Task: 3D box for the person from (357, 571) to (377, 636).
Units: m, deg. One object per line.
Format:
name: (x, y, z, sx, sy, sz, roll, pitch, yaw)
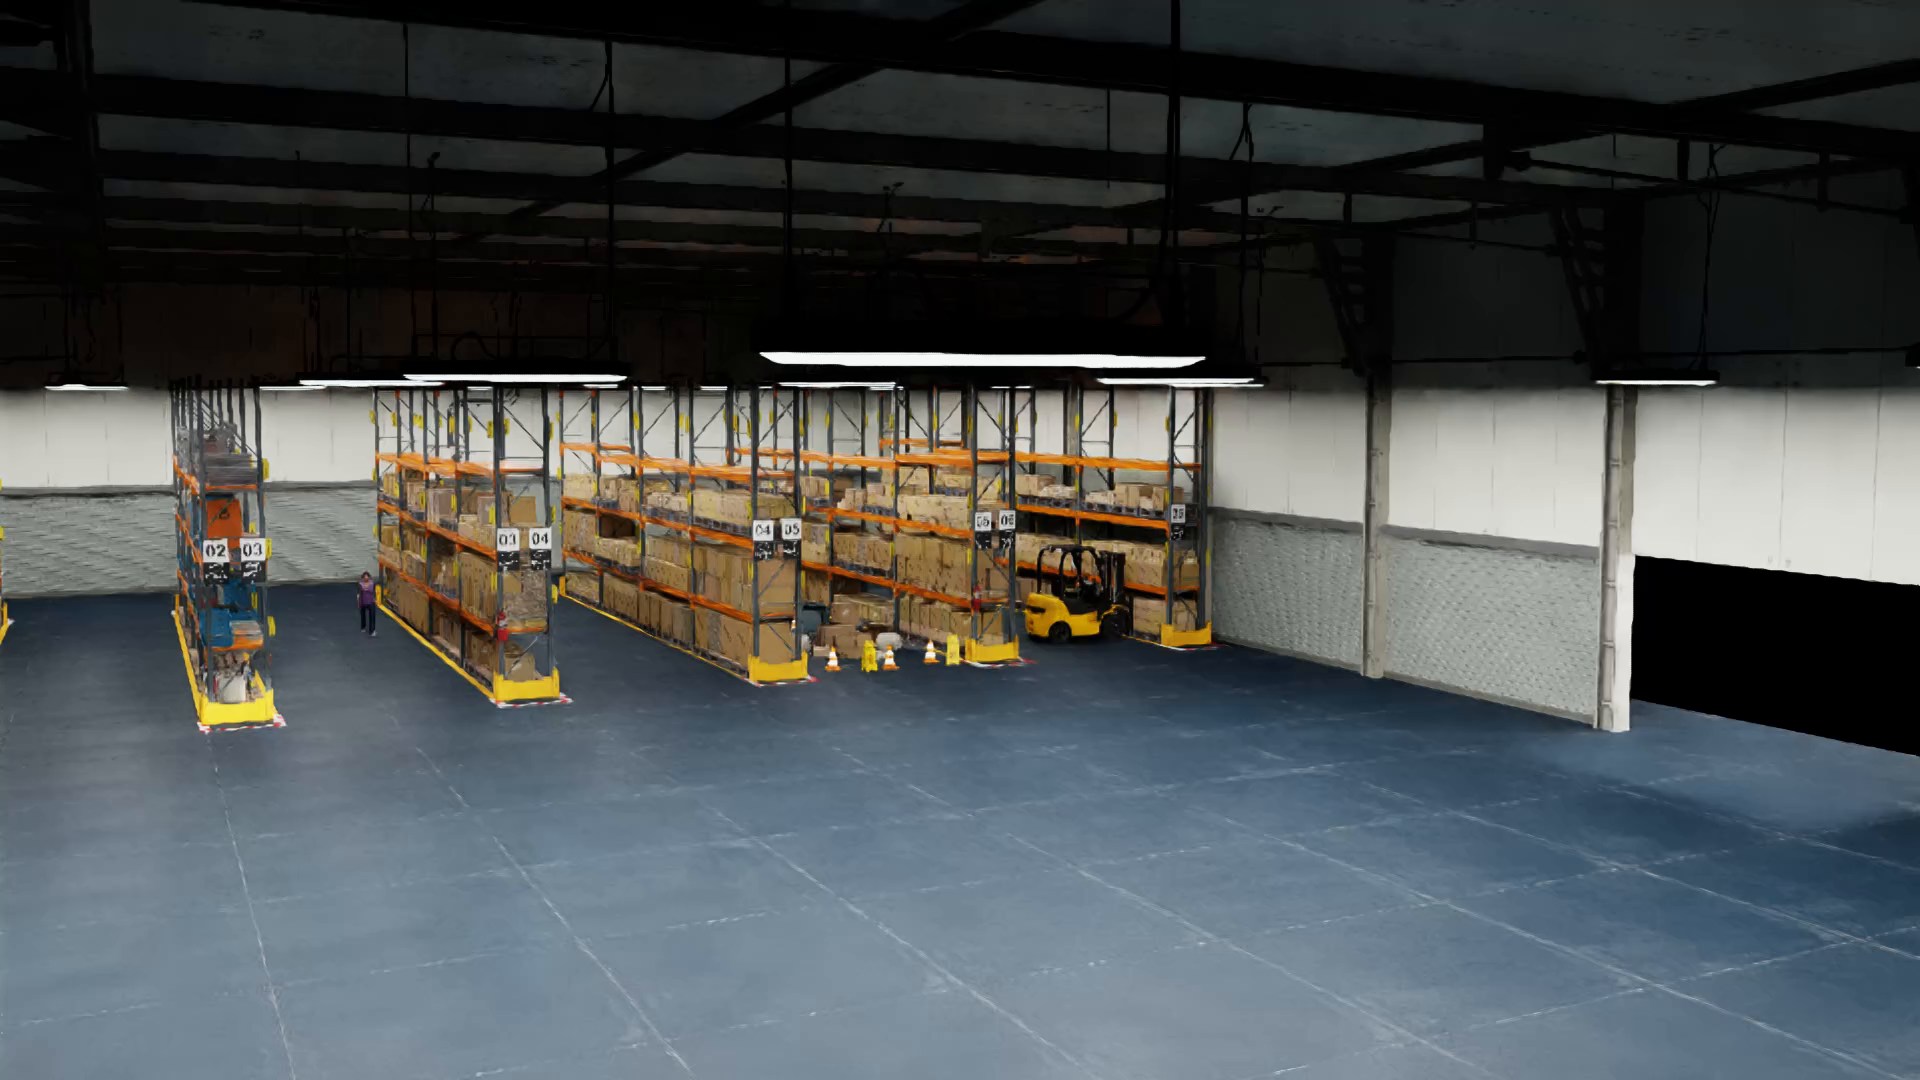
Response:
person: (-13.980, 1.478, 39.151, 0.417, 1.504, 1.036, -2, 6, -24)
